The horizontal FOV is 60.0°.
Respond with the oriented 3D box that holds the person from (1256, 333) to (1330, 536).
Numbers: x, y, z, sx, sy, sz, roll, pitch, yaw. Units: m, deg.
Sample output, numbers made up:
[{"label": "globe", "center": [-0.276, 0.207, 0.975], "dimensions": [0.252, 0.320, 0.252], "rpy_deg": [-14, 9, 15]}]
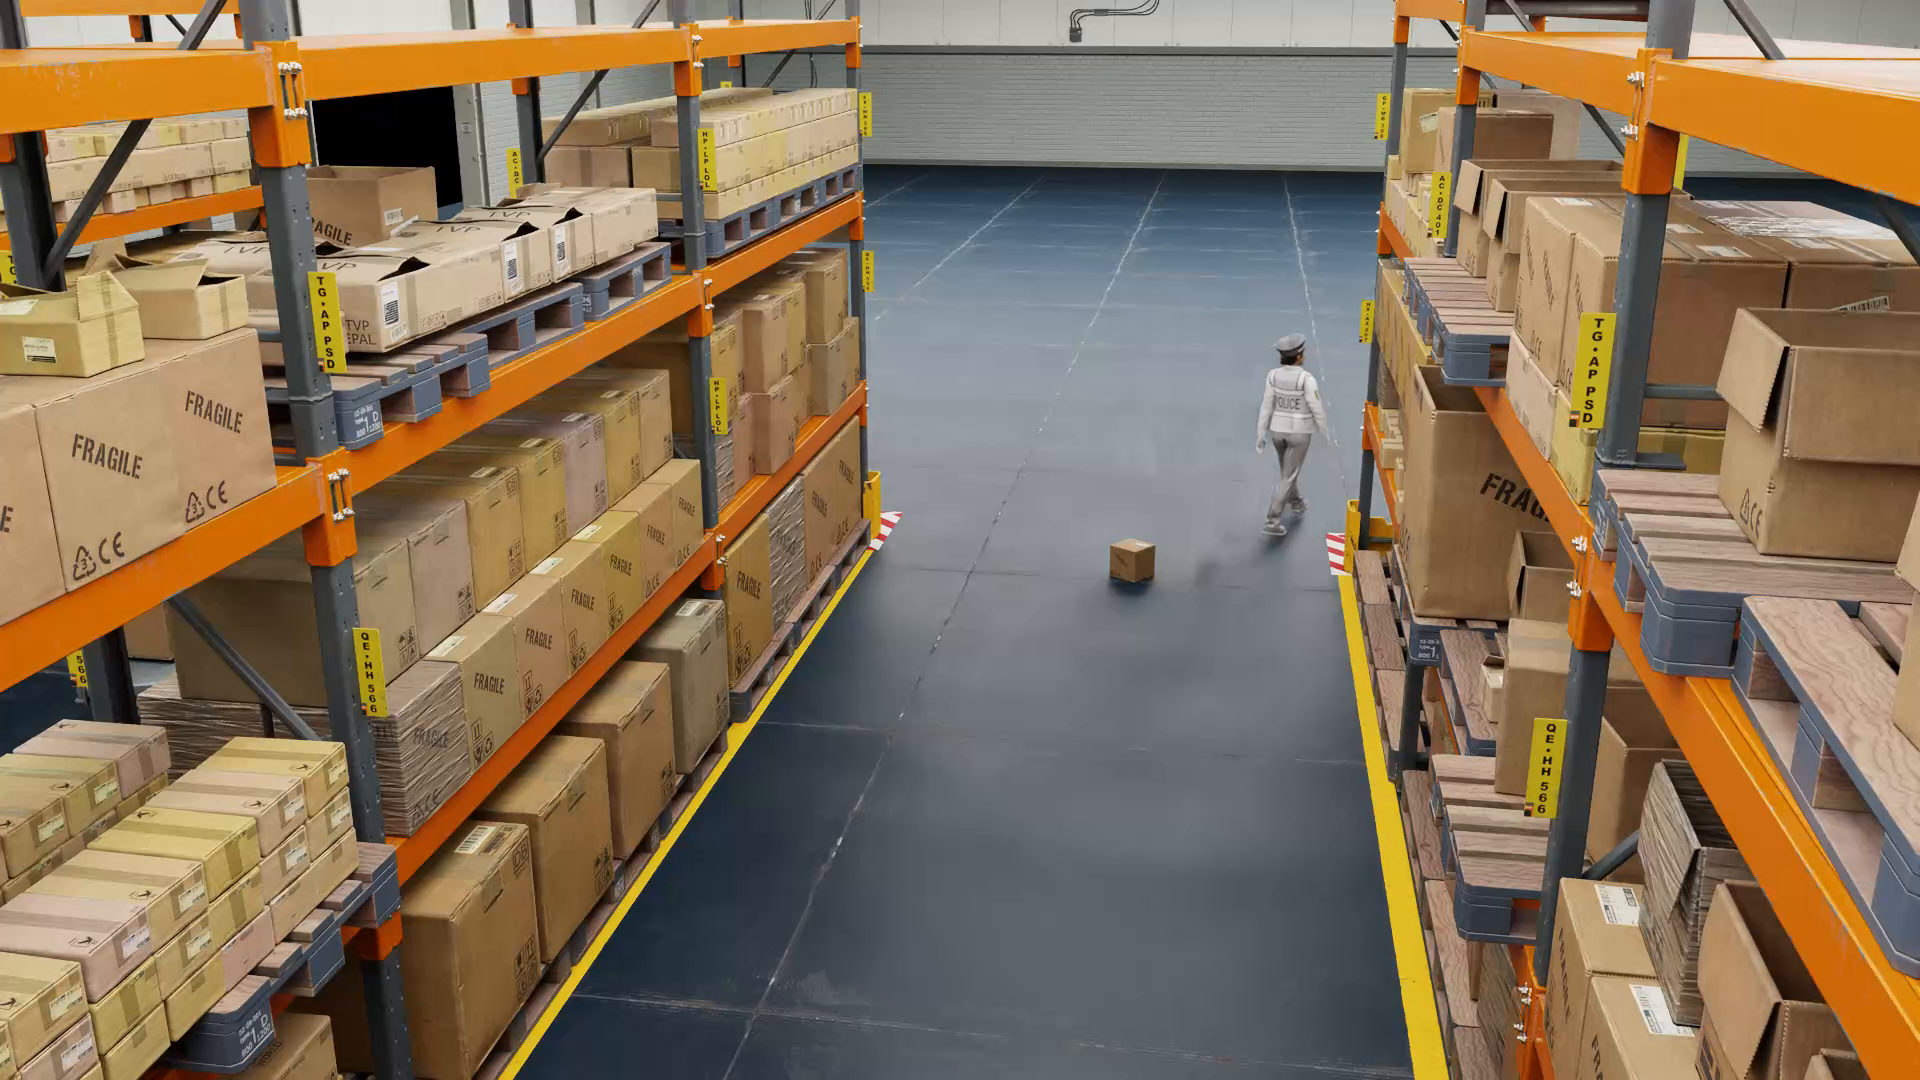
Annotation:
[{"label": "person", "center": [2.803, -0.903, 13.743], "dimensions": [0.526, 1.637, 0.986], "rpy_deg": [17, 25, 42]}]
